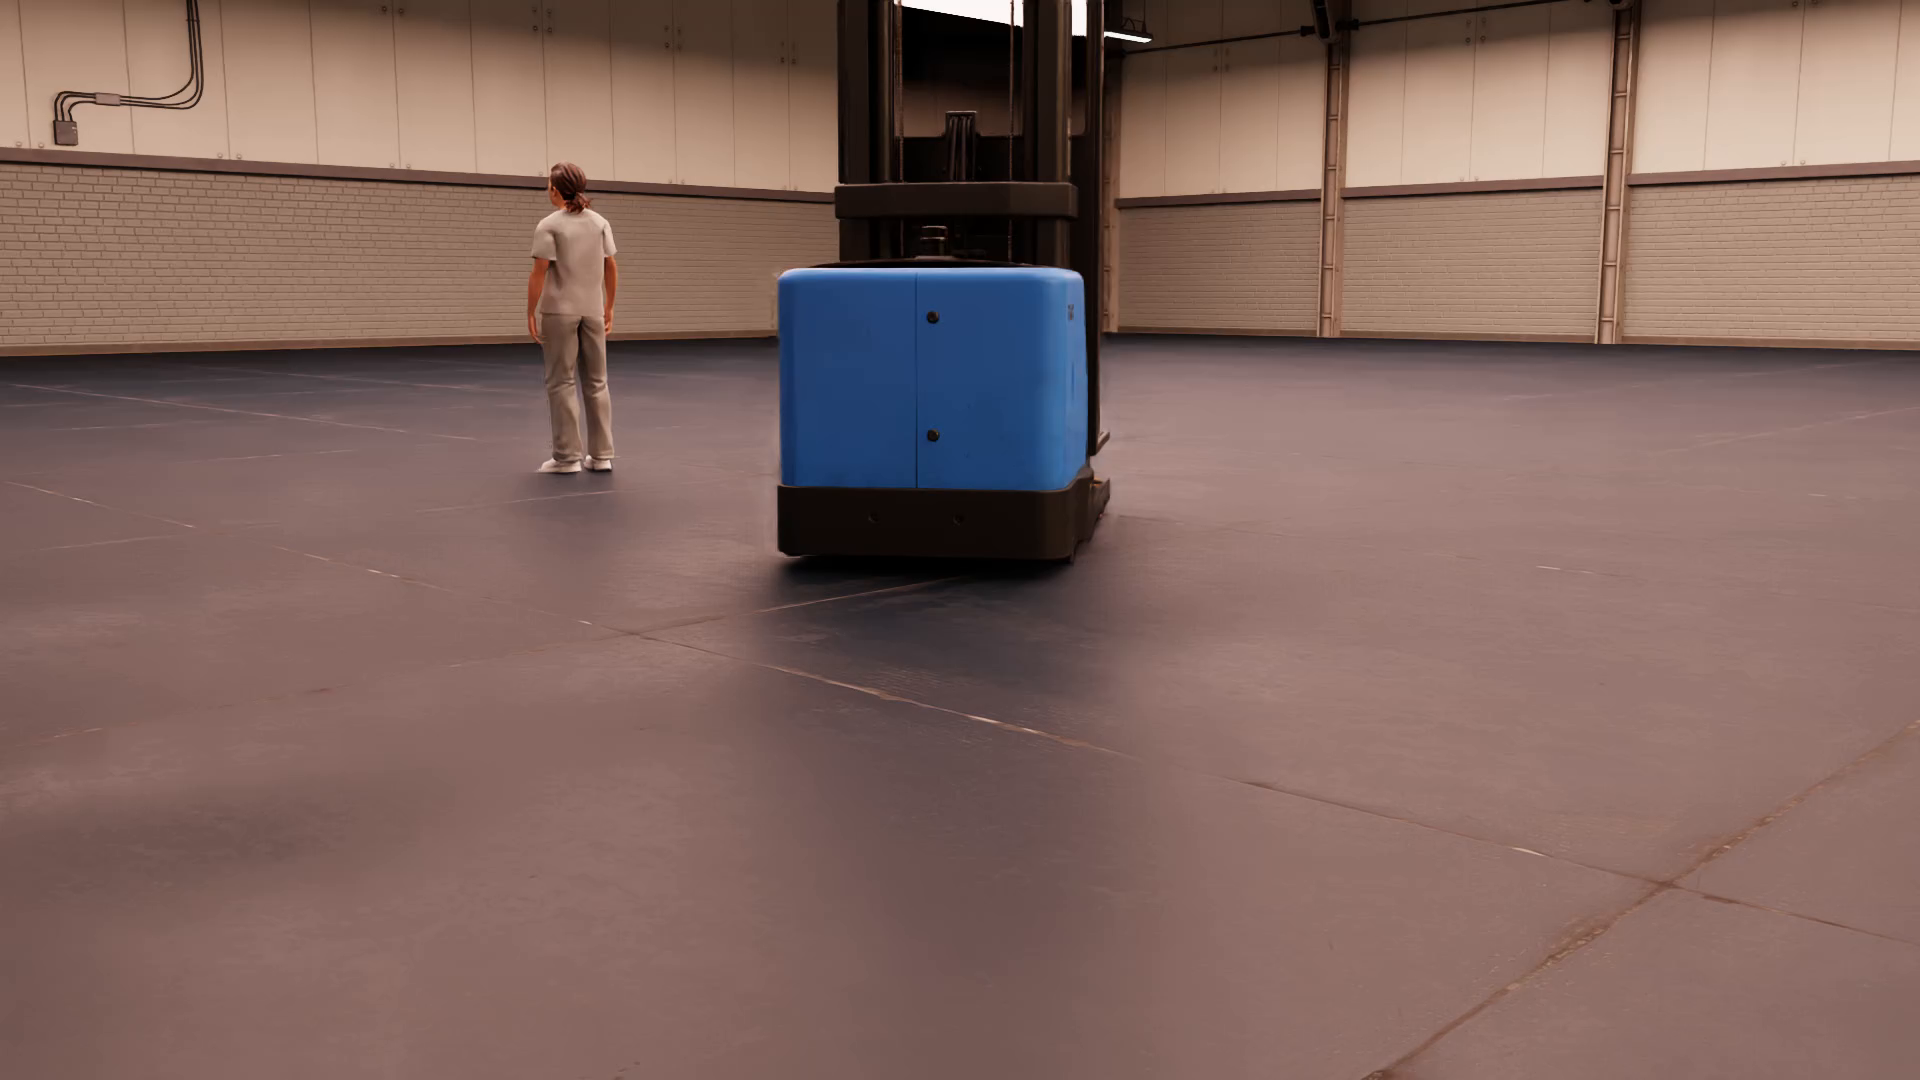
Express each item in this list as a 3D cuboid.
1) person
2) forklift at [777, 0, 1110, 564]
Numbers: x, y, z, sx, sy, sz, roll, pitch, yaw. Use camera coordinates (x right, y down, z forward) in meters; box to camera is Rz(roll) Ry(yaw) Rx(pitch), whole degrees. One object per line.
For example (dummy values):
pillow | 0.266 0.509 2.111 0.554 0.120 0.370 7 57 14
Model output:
person | -2.141 -1.202 9.086 0.526 1.684 0.496 -7 11 -38
forklift | 0.077 -1.541 7.107 1.130 2.935 3.031 1 9 9
